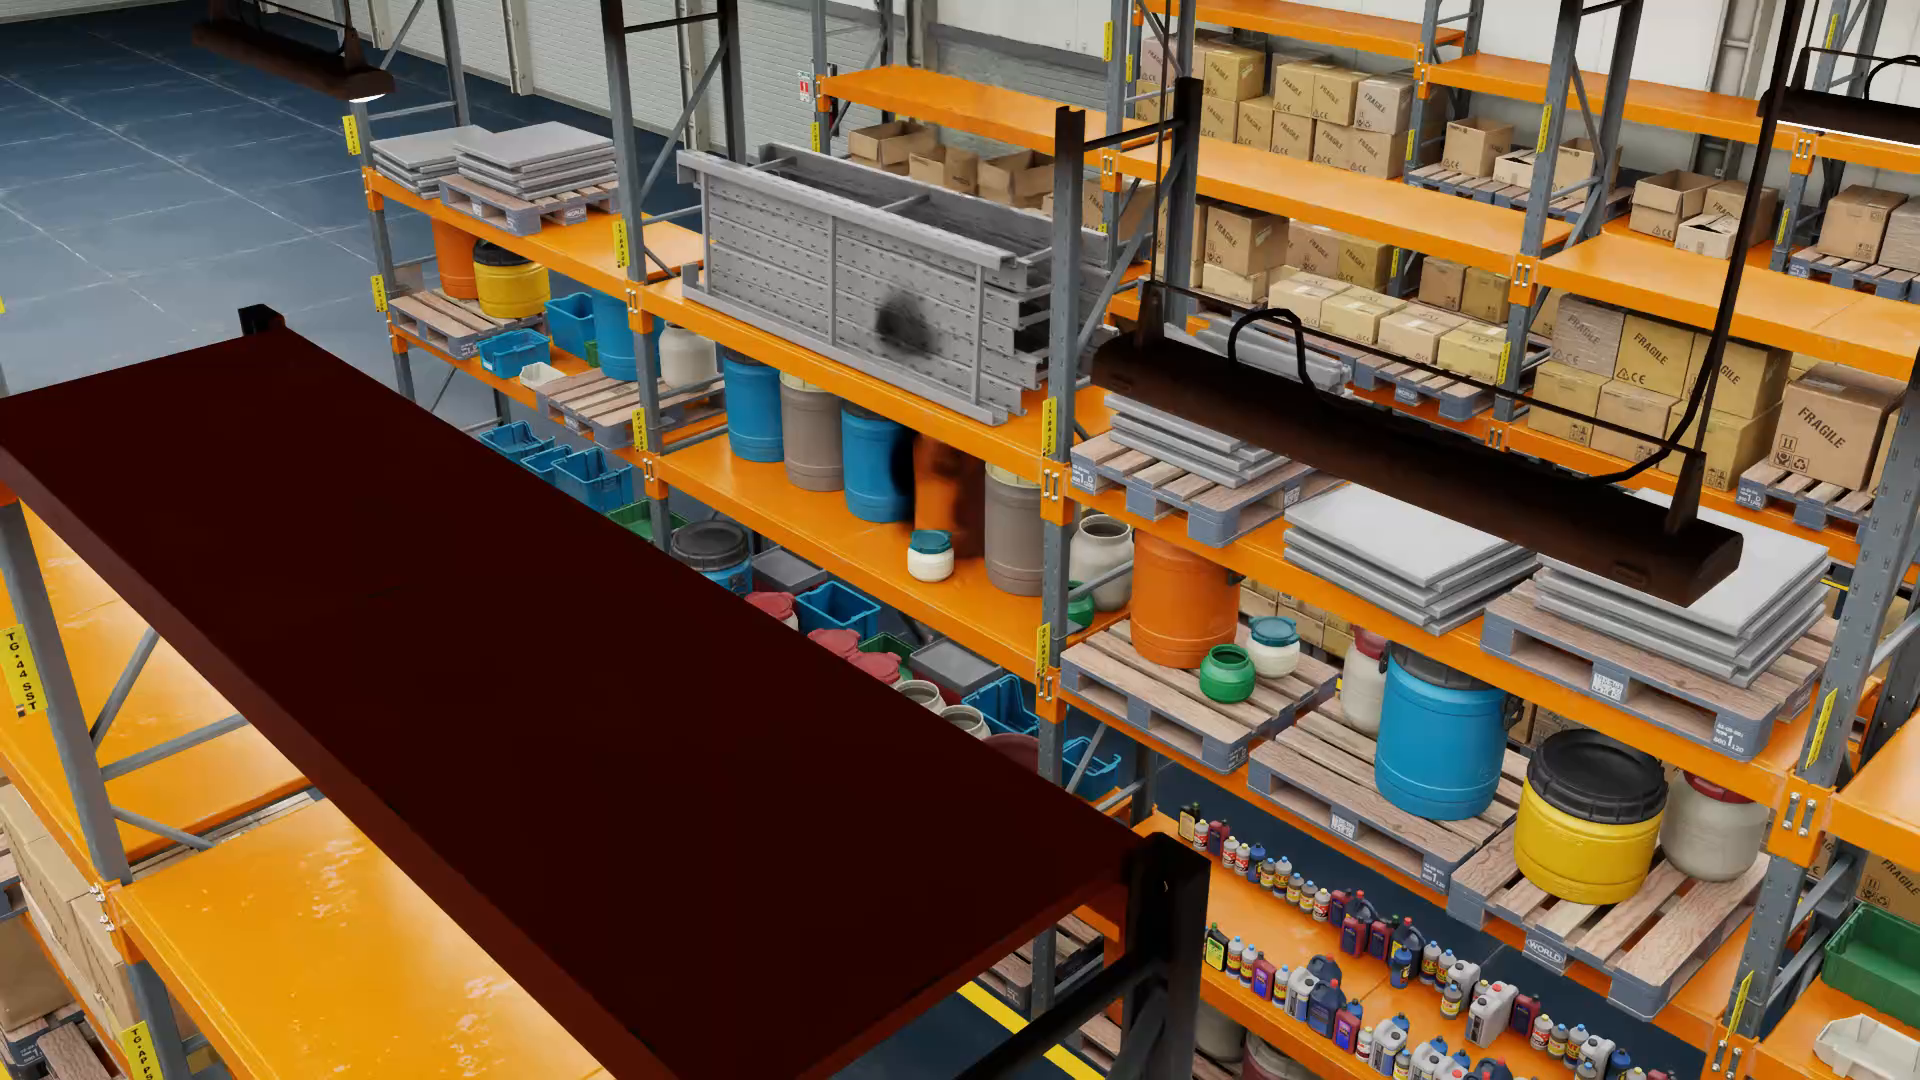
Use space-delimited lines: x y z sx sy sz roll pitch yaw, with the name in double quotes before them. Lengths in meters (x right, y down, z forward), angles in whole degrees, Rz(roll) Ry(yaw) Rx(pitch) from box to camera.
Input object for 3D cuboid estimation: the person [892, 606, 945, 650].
"person" -0.333 0.277 14.599 0.655 1.627 0.569 17 32 28
